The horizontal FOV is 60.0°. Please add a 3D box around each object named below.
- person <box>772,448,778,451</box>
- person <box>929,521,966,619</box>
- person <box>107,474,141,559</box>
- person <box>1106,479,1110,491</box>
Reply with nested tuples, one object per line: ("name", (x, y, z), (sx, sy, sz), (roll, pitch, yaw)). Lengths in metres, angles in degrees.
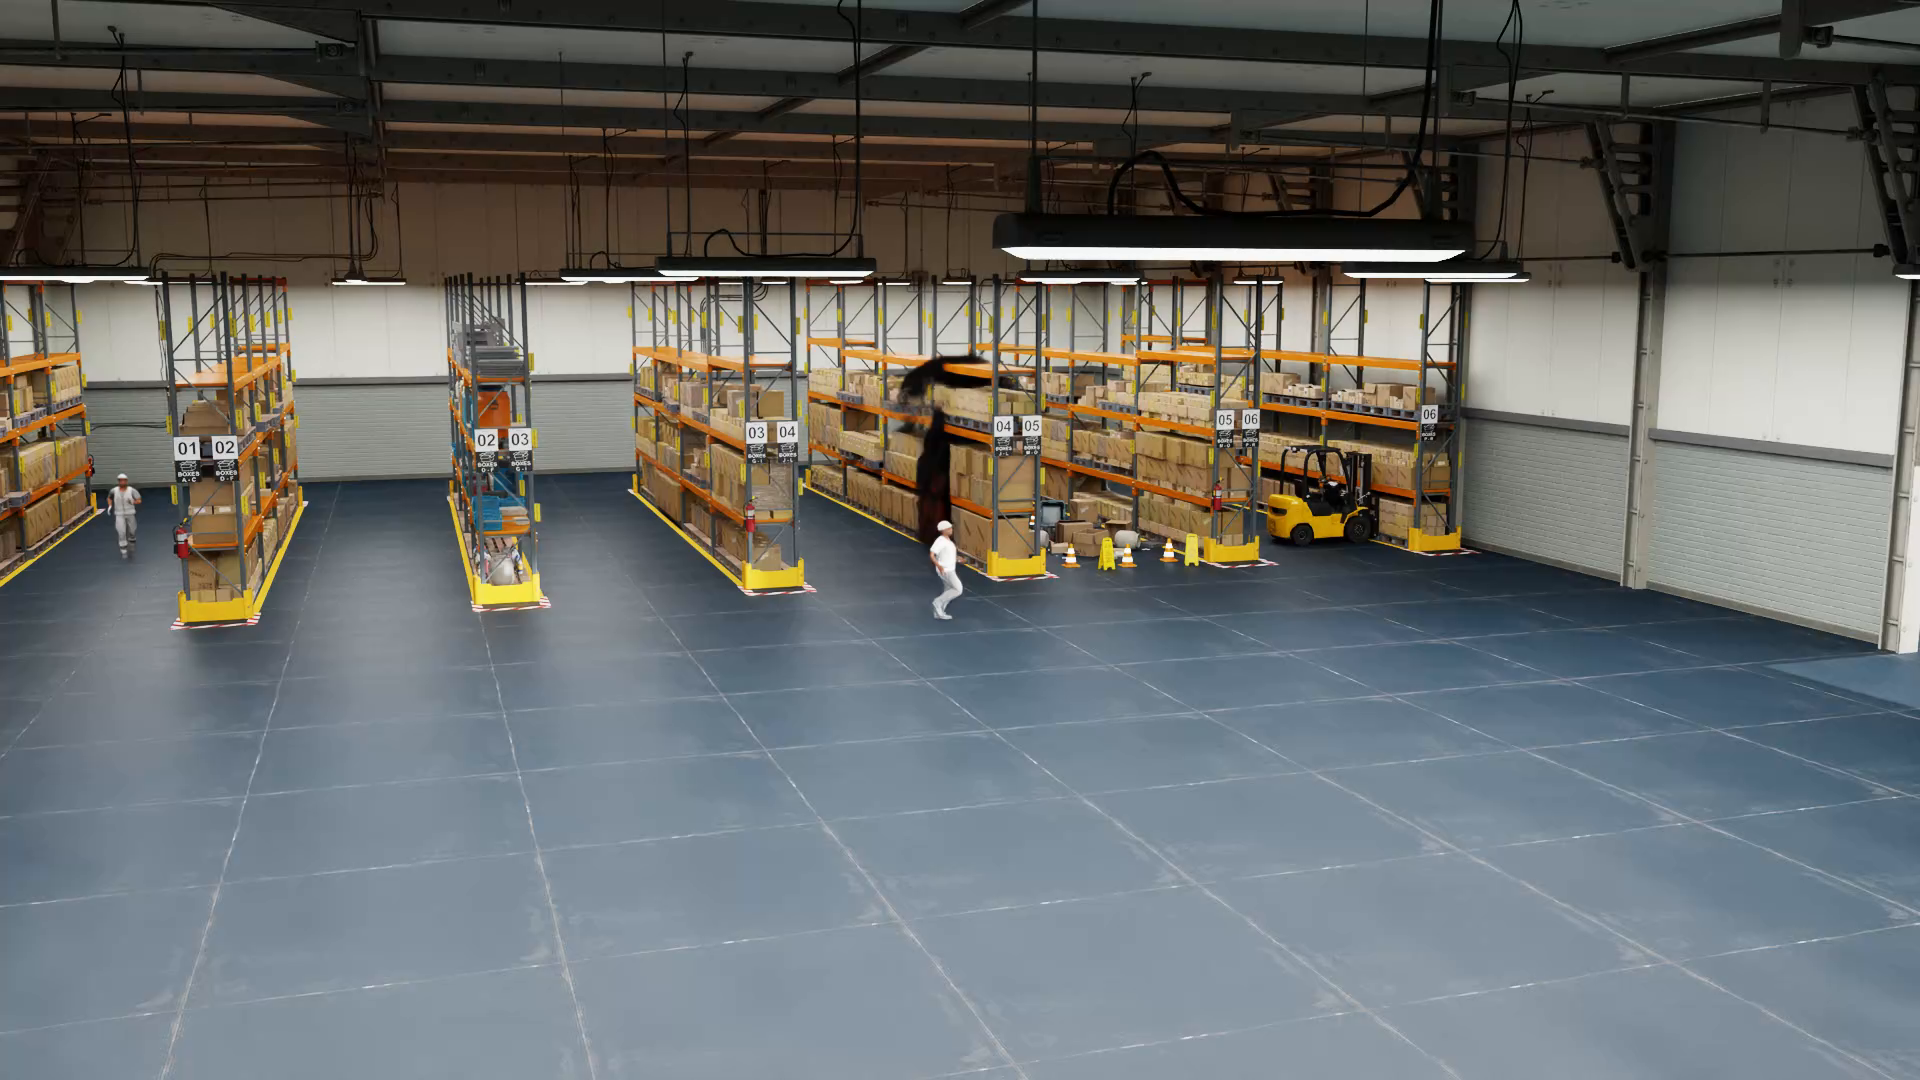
("person", (-5.441, -2.218, 47.422), (0.568, 1.564, 0.868), (0, 9, 3))
("person", (-0.197, 0.523, 28.881), (0.590, 1.724, 0.691), (1, 9, 8))
("person", (-17.792, -0.525, 35.438), (0.659, 1.770, 1.004), (-4, 10, -25))
("person", (3.898, -1.915, 44.839), (0.676, 1.752, 0.648), (-3, 9, -16))
